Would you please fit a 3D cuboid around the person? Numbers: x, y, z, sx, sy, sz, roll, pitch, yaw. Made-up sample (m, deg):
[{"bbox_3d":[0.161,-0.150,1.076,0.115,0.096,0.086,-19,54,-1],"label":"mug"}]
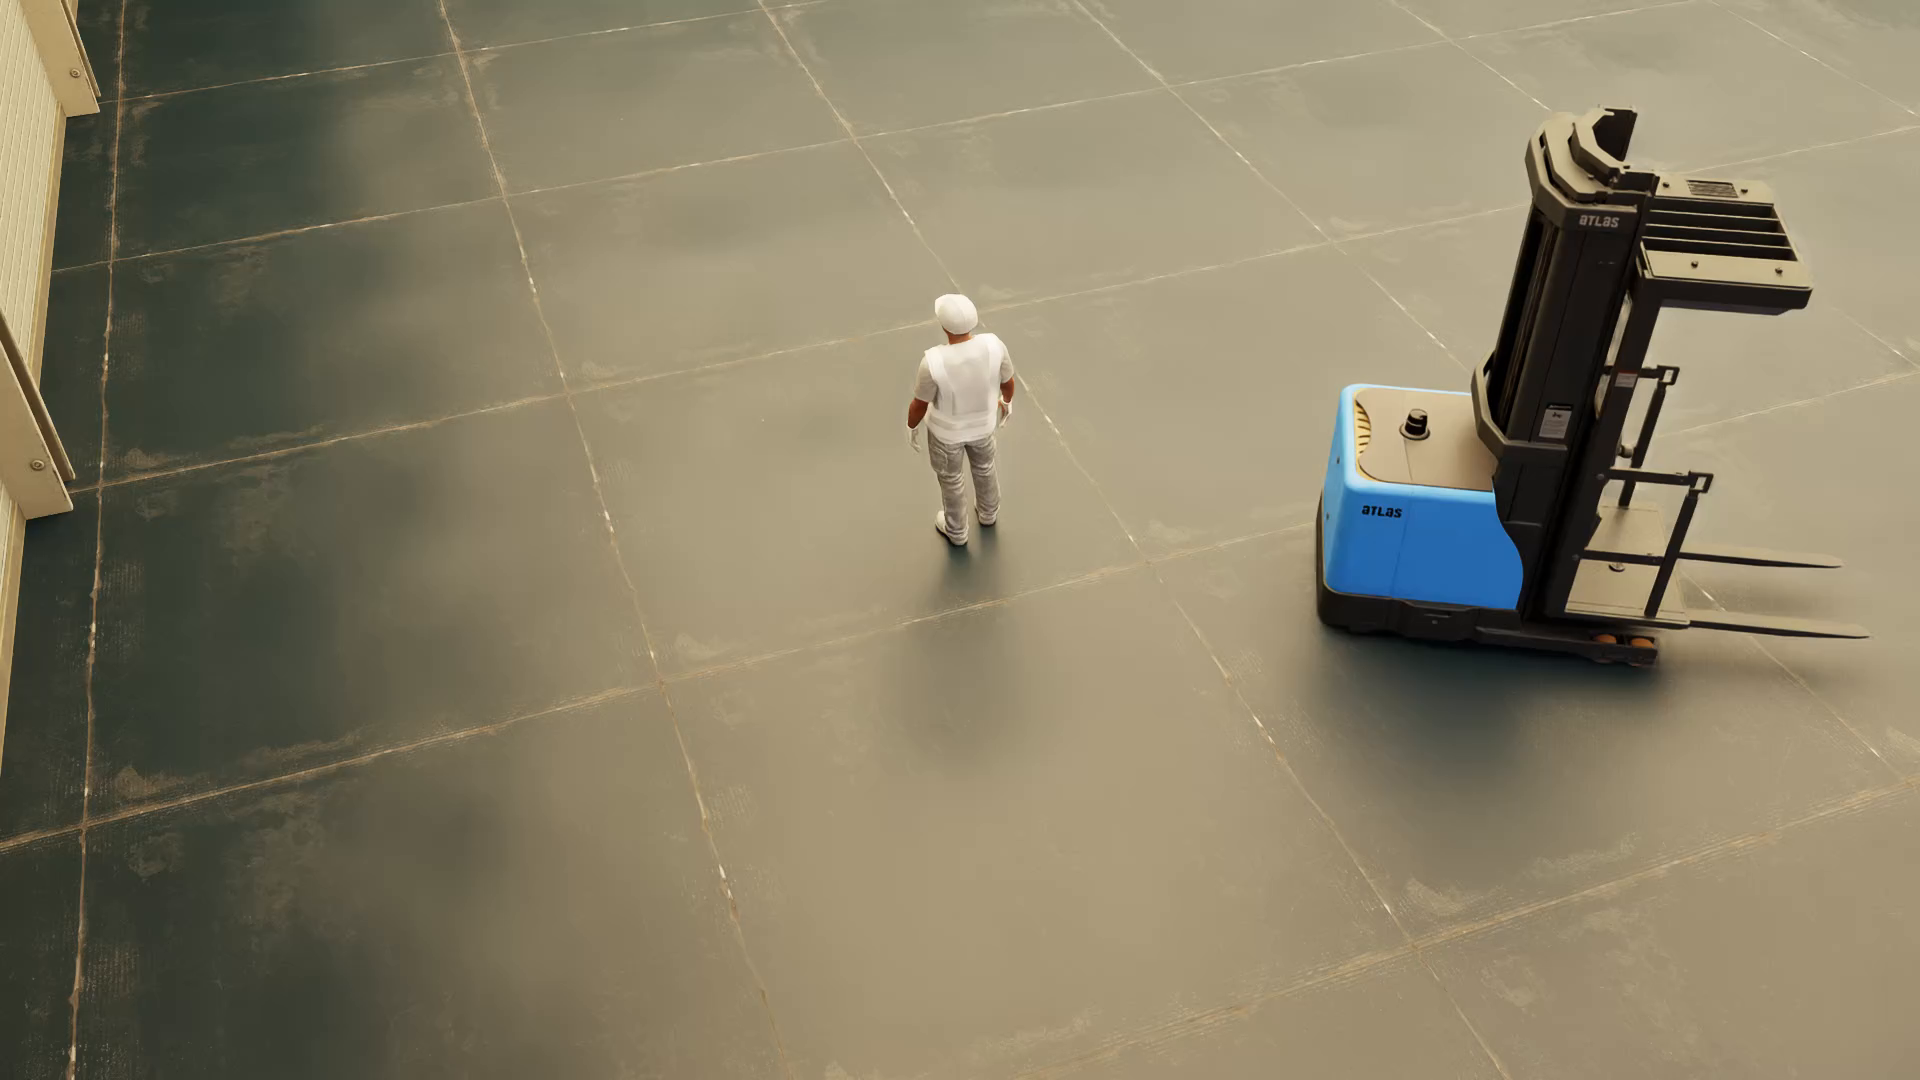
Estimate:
[{"bbox_3d":[-0.021,-0.739,9.759,0.656,1.784,0.557,-13,42,-15],"label":"person"}]
